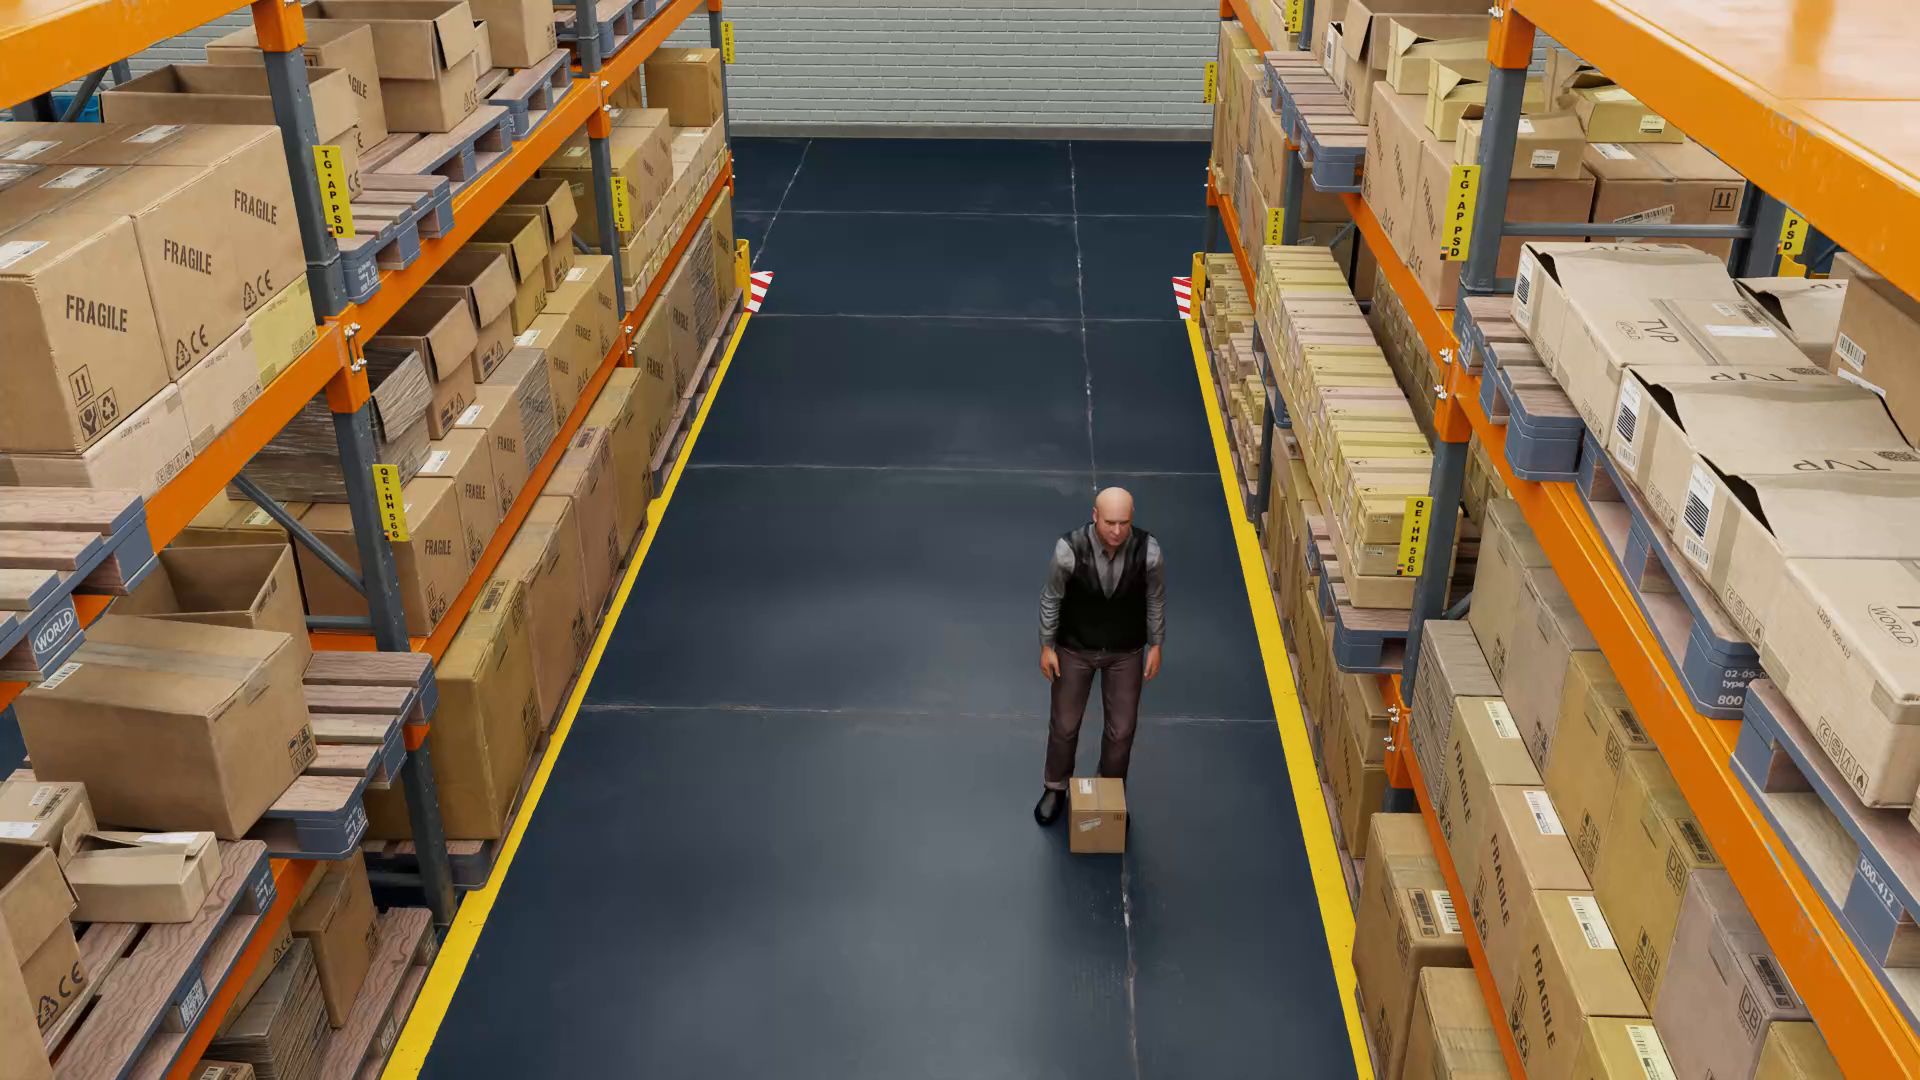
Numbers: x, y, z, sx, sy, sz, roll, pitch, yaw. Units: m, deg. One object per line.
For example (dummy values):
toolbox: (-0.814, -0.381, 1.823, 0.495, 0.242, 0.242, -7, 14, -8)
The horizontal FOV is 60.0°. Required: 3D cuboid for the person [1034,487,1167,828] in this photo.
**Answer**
person: (0.649, 0.518, 7.664, 0.592, 1.720, 0.474, -1, 28, -1)
